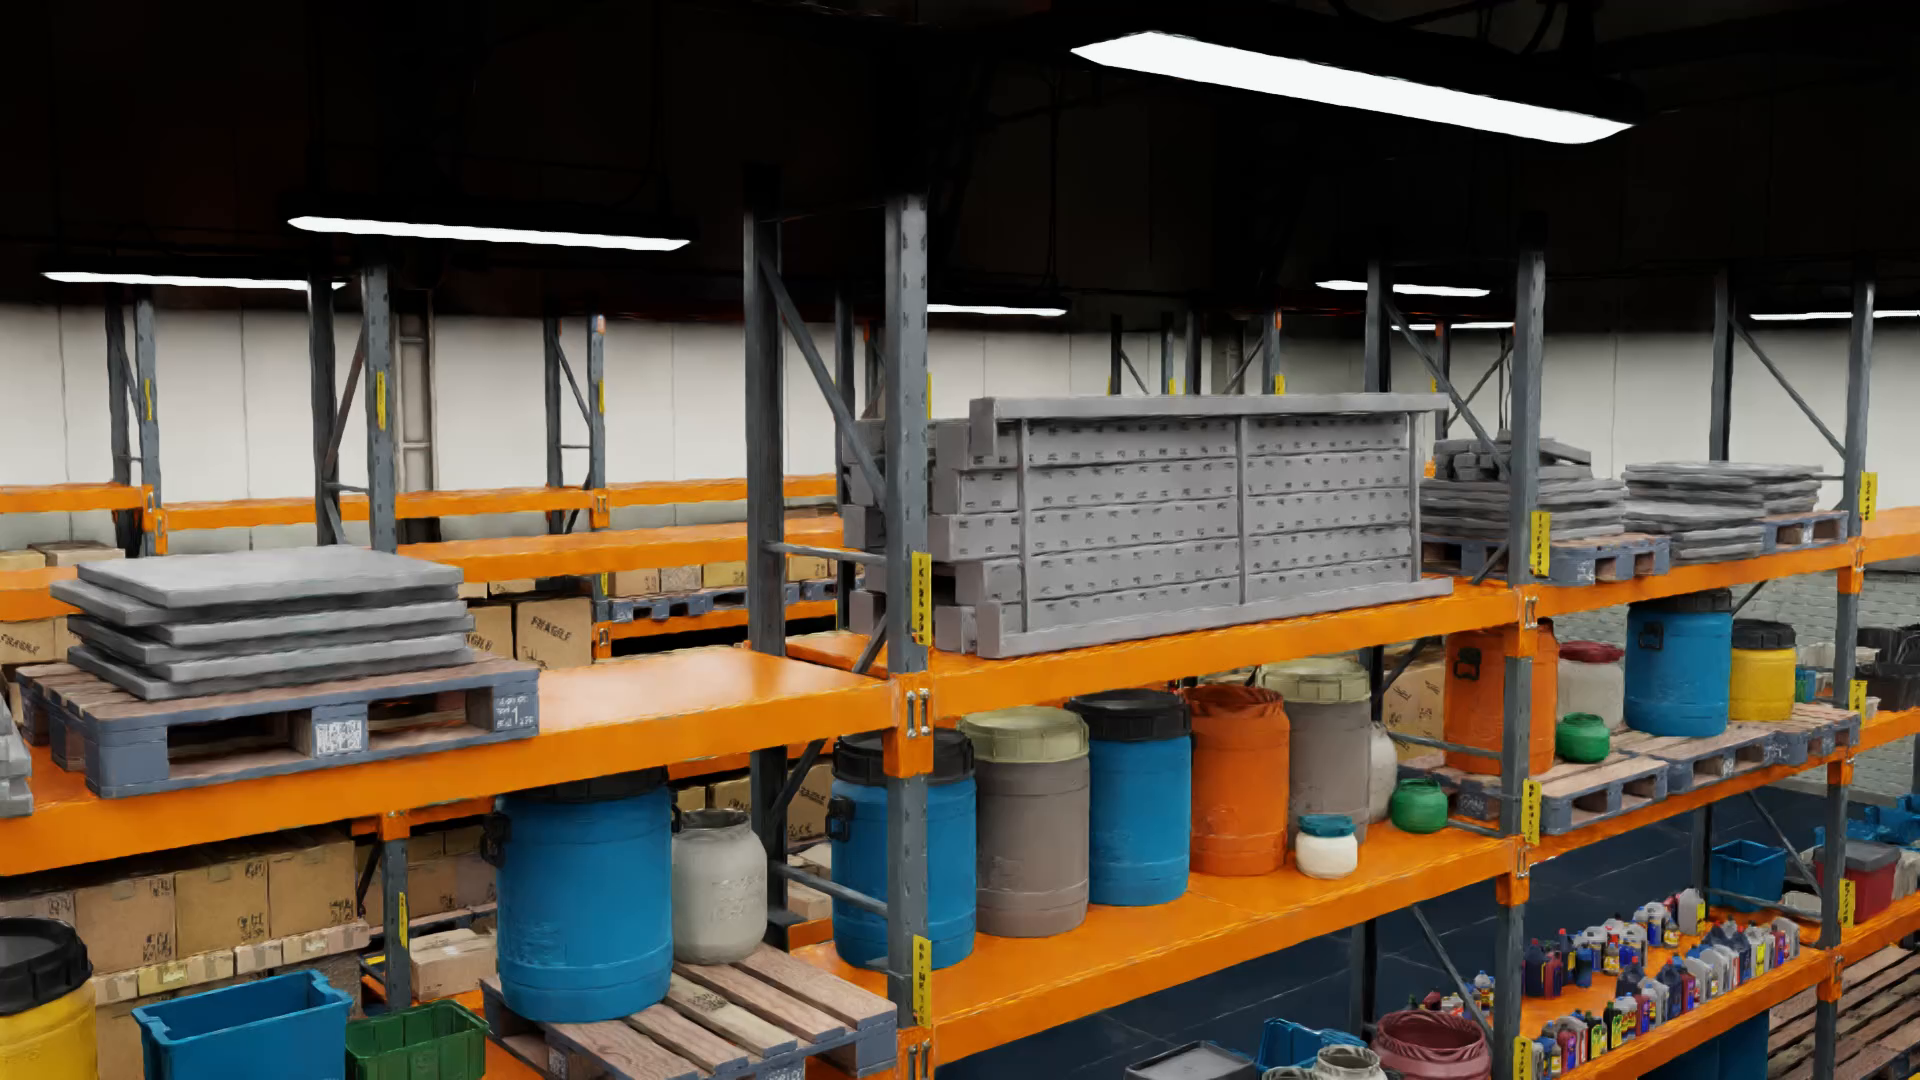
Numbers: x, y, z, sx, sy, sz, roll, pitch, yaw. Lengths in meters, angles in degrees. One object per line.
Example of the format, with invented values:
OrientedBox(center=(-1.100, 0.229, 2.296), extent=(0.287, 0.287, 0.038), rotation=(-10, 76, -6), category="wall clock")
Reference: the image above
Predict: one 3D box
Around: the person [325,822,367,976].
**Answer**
OrientedBox(center=(-5.107, 3.025, 13.610), extent=(0.445, 1.657, 0.577), rotation=(3, 6, 25), category="person")
